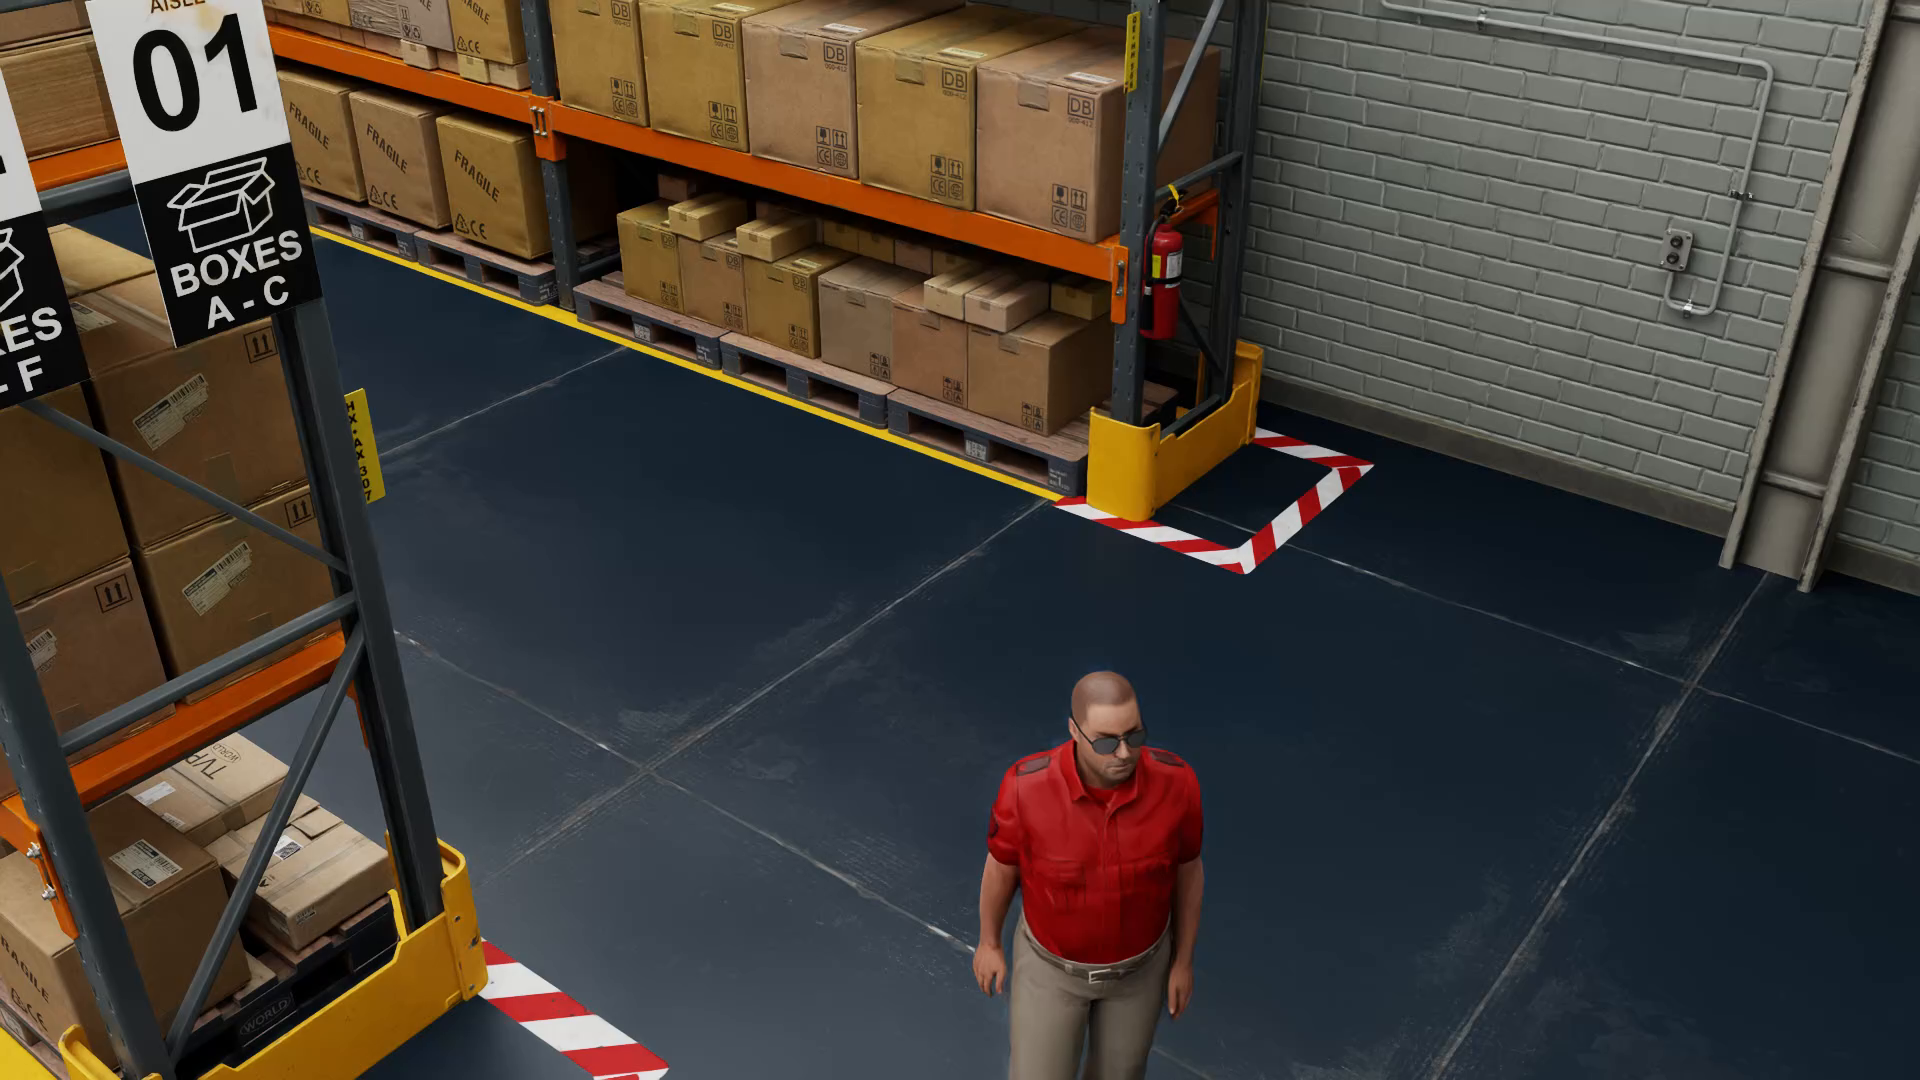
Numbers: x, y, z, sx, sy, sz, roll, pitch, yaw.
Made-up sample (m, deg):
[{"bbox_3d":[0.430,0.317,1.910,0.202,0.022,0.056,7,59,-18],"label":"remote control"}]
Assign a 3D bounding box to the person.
[{"bbox_3d":[0.334,1.089,4.283,0.574,1.743,0.471,-4,31,-7],"label":"person"}]
